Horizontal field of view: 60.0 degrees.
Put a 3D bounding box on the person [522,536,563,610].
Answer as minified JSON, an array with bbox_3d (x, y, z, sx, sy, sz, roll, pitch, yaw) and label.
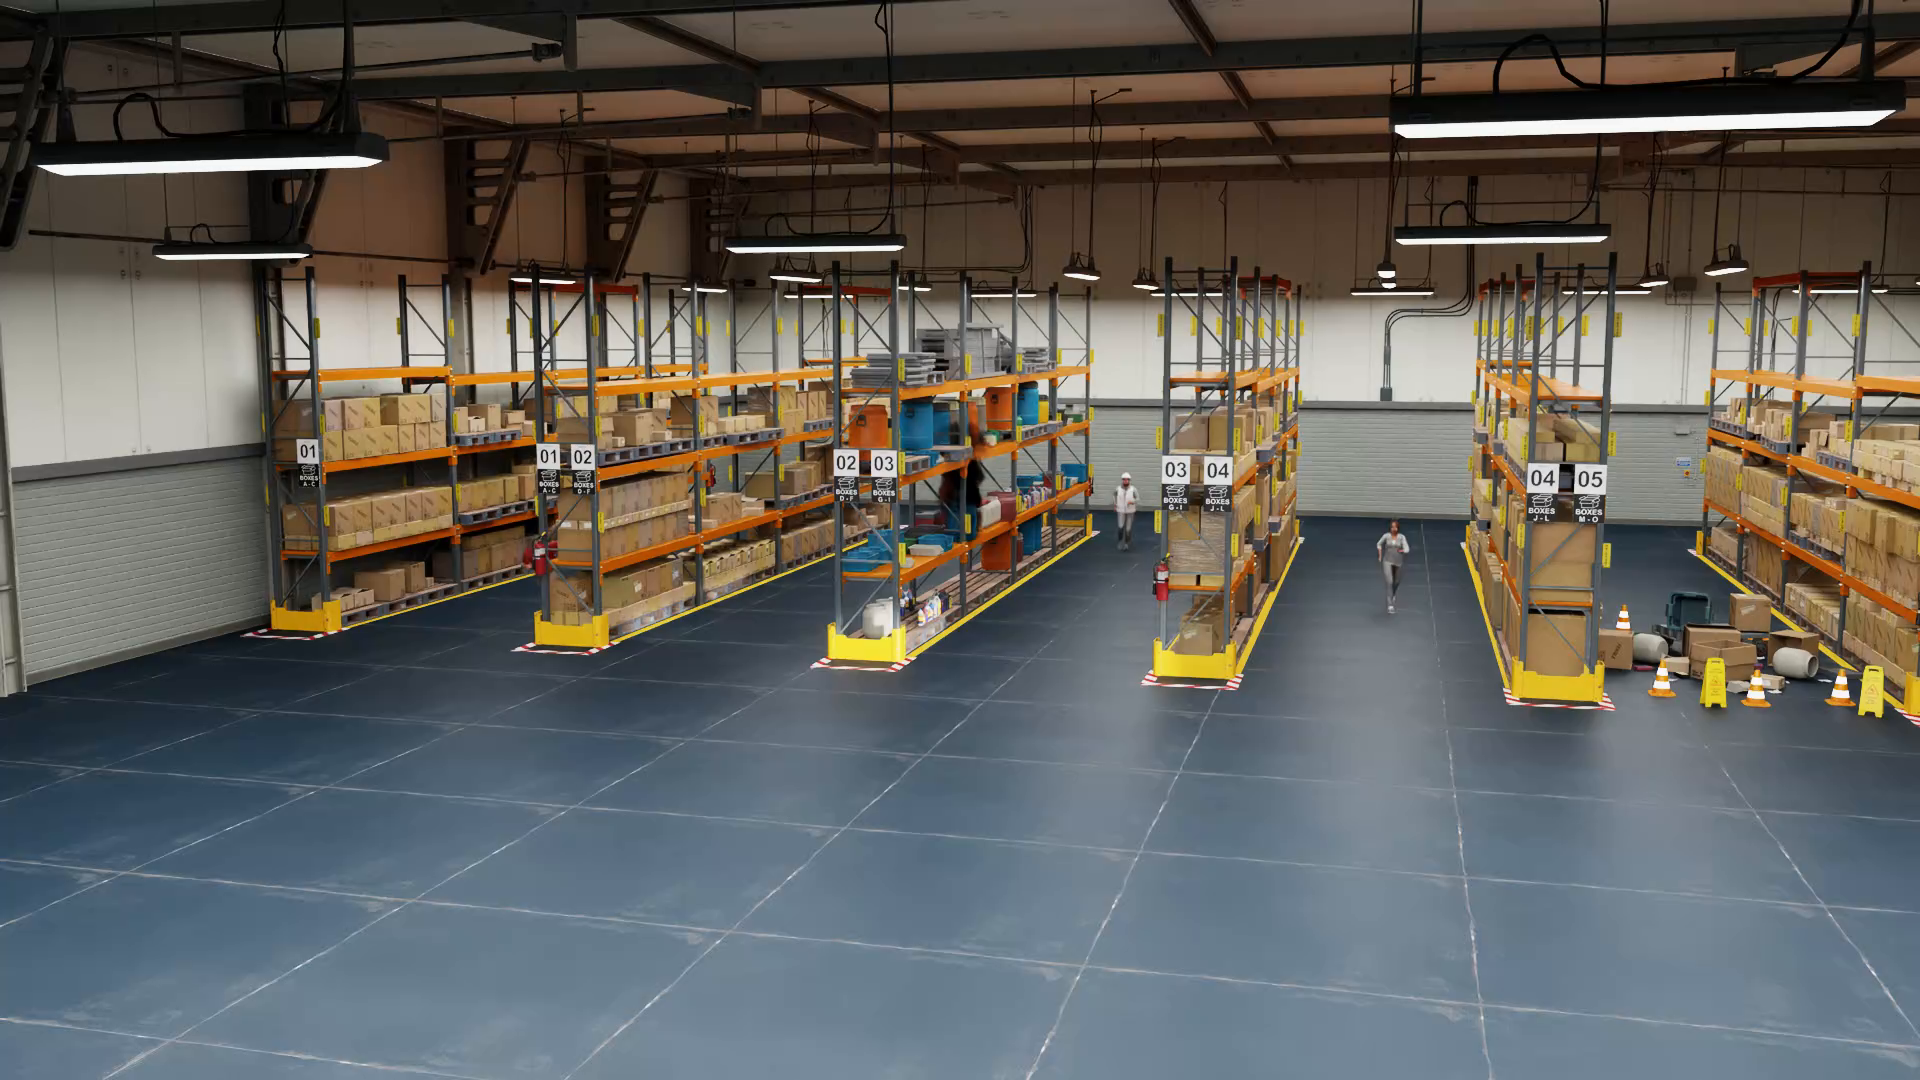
[{"bbox_3d":[-7.214,0.630,28.863,0.645,1.520,1.148,-1,7,-5],"label":"person"}]

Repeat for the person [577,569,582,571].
[{"bbox_3d":[-7.098,0.167,31.730,0.494,1.706,0.801,0,7,1],"label":"person"}]

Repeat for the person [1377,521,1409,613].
[{"bbox_3d":[7.695,0.447,29.551,0.516,1.590,0.887,1,7,4],"label":"person"}]

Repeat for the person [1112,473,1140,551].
[{"bbox_3d":[3.740,-0.632,37.524,0.638,1.761,0.691,1,7,8],"label":"person"}]
